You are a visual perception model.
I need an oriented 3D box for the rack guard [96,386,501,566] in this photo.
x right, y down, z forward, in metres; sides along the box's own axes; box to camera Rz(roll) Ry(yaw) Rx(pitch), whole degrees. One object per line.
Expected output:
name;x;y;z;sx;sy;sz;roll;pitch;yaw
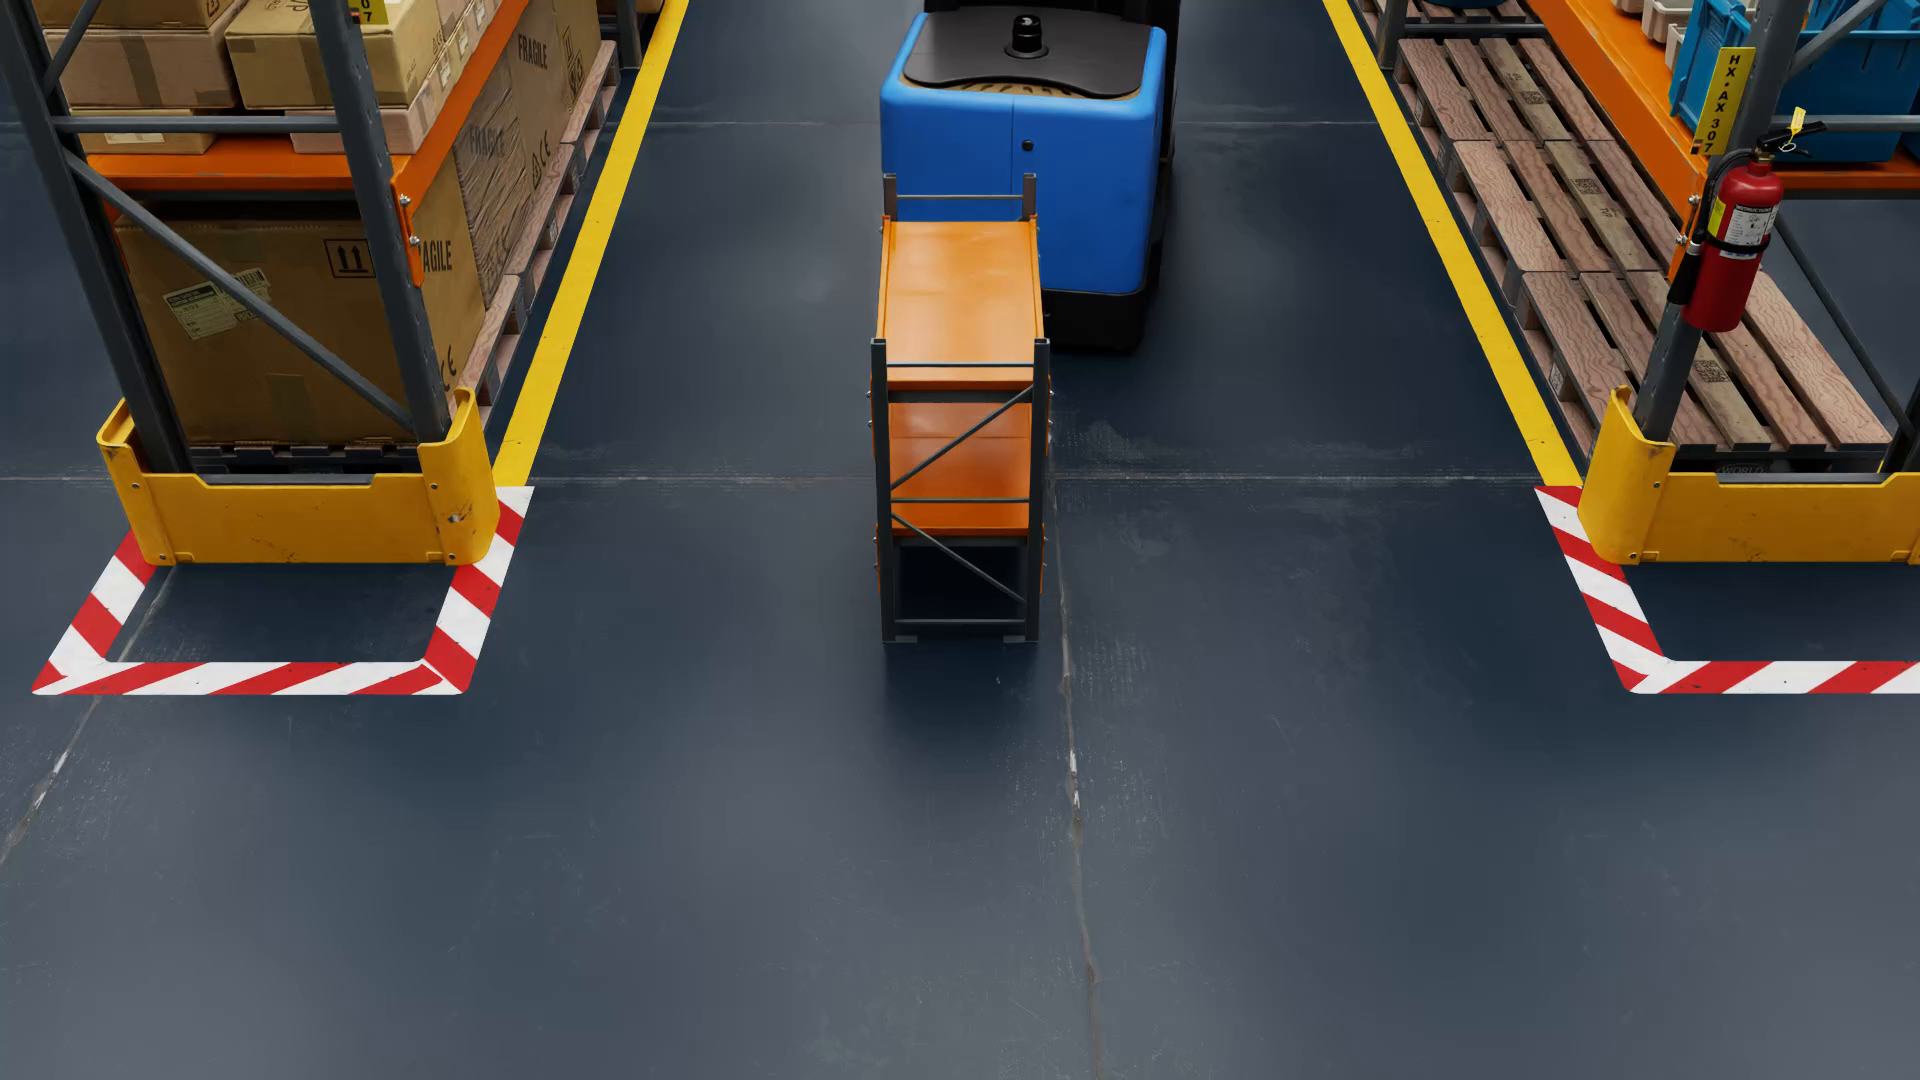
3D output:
rack guard;-2.204;-0.215;5.619;1.175;0.500;0.348;0;39;0

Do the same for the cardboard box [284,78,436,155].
cardboard box;-1.875;-1.330;5.212;0.380;0.149;0.250;0;39;0

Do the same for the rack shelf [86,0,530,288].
rack shelf;-2.206;-2.176;6.642;1.077;0.370;4.000;0;39;0

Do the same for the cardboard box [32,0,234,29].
cardboard box;-2.468;-1.860;4.955;0.500;0.500;0.500;0;39;1

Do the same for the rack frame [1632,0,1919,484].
rack frame;2.749;-1.209;4.860;1.000;3.000;0.127;0;39;0

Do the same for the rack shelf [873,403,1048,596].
rack shelf;0.000;-0.244;5.546;0.538;0.278;1.000;0;39;0

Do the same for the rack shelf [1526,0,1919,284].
rack shelf;2.746;-2.179;6.646;1.077;0.370;4.000;0;39;0

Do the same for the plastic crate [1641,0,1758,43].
plastic crate;2.581;-1.821;5.786;0.396;0.136;0.243;0;39;0

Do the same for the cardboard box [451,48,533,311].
cardboard box;-2.286;-1.510;6.598;0.875;0.875;0.875;0;39;0

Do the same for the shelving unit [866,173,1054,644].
shelving unit;0.000;-0.435;5.393;0.538;1.125;1.048;0;39;0

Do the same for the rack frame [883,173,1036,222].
rack frame;-0.001;-0.753;5.790;0.500;1.125;0.032;0;39;0

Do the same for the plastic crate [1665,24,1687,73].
plastic crate;2.567;-1.640;5.560;0.396;0.136;0.243;0;39;0

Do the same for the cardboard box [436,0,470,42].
cardboard box;-1.942;-1.889;5.590;0.500;0.250;0.500;0;39;-1

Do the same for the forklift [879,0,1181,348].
forklift;0.428;-2.823;6.928;1.130;2.935;3.031;6;39;7

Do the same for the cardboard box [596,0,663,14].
cardboard box;-2.229;-3.442;9.010;1.225;0.875;0.875;0;39;0

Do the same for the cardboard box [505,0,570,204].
cardboard box;-2.287;-2.066;7.293;0.875;0.875;0.875;0;39;0

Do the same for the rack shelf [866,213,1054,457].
rack shelf;0.000;-0.663;5.210;0.538;0.278;1.000;0;39;0

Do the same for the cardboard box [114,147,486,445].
cardboard box;-2.285;-0.941;5.888;0.875;0.875;0.875;0;39;0

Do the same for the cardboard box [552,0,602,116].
cardboard box;-2.288;-2.629;7.995;0.875;0.875;0.875;0;39;0

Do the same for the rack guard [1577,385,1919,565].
rack guard;2.762;-0.219;5.623;1.175;0.500;0.348;0;39;0

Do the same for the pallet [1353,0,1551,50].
pallet;2.785;-3.105;9.456;1.003;0.211;1.213;0;39;0

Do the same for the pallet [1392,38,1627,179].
pallet;2.784;-2.163;8.280;1.003;0.211;1.213;0;39;0

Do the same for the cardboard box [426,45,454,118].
cardboard box;-1.876;-1.490;5.412;0.380;0.149;0.250;-1;39;-1

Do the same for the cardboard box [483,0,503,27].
cardboard box;-1.878;-1.973;6.014;0.380;0.149;0.250;-1;39;-1

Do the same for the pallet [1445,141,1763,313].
pallet;2.788;-1.398;7.326;1.003;0.211;1.213;0;39;0

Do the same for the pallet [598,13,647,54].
pallet;-2.285;-3.101;9.451;1.003;0.211;1.213;0;39;0

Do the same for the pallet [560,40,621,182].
pallet;-2.286;-2.143;8.256;1.003;0.211;1.213;0;39;0

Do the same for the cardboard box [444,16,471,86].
cardboard box;-1.877;-1.650;5.612;0.380;0.149;0.250;-1;39;-1

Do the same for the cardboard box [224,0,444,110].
cardboard box;-1.935;-1.564;5.185;0.500;0.250;0.500;-1;39;-1

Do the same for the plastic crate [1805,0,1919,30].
plastic crate;3.077;-1.734;5.601;0.416;0.233;0.300;0;39;0

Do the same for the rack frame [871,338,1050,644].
rack frame;0.001;-0.117;4.996;0.500;1.125;0.032;0;39;0

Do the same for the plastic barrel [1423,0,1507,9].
plastic barrel;2.761;-3.396;8.931;0.600;0.901;0.708;0;39;0

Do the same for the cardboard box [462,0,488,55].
cardboard box;-1.878;-1.814;5.815;0.380;0.149;0.250;-1;39;-1

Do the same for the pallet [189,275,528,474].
pallet;-2.283;-0.618;6.352;1.003;0.211;1.213;0;39;0

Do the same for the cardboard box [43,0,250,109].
cardboard box;-2.470;-1.566;5.188;0.500;0.250;0.500;-1;39;-1

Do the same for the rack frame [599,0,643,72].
rack frame;-2.209;-3.707;7.977;1.000;3.000;0.127;0;39;0

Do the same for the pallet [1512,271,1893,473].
pallet;2.787;-0.637;6.376;1.003;0.211;1.213;0;39;0

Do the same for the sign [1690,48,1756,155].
sign;2.199;-1.262;4.796;0.100;0.325;0.005;0;39;0

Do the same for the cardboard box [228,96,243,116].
cardboard box;-2.536;-1.493;5.415;0.380;0.149;0.250;0;39;0

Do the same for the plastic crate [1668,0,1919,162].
plastic crate;2.562;-1.456;5.092;0.616;0.435;0.499;0;39;0

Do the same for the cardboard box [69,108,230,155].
cardboard box;-2.534;-1.330;5.212;0.380;0.149;0.250;1;39;1

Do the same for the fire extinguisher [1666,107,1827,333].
fire extinguisher;2.295;-0.939;4.883;0.296;0.674;0.183;0;39;0

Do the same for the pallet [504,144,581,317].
pallet;-2.282;-1.379;7.301;1.003;0.211;1.213;0;39;0

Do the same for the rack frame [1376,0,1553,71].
rack frame;2.744;-3.711;7.982;1.000;3.000;0.127;0;39;0

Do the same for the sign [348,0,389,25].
sign;-1.649;-1.571;4.556;0.100;0.325;0.005;0;39;0

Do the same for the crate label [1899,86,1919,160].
crate label;3.078;-1.322;5.087;0.416;0.233;0.303;0;39;0

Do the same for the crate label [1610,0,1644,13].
crate label;2.556;-1.995;6.004;0.396;0.136;0.243;0;39;0

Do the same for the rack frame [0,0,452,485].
rack frame;-2.204;-1.206;4.856;1.000;3.000;0.127;0;39;0

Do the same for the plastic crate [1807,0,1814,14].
plastic crate;3.159;-1.909;5.897;0.250;0.136;0.298;0;39;0
